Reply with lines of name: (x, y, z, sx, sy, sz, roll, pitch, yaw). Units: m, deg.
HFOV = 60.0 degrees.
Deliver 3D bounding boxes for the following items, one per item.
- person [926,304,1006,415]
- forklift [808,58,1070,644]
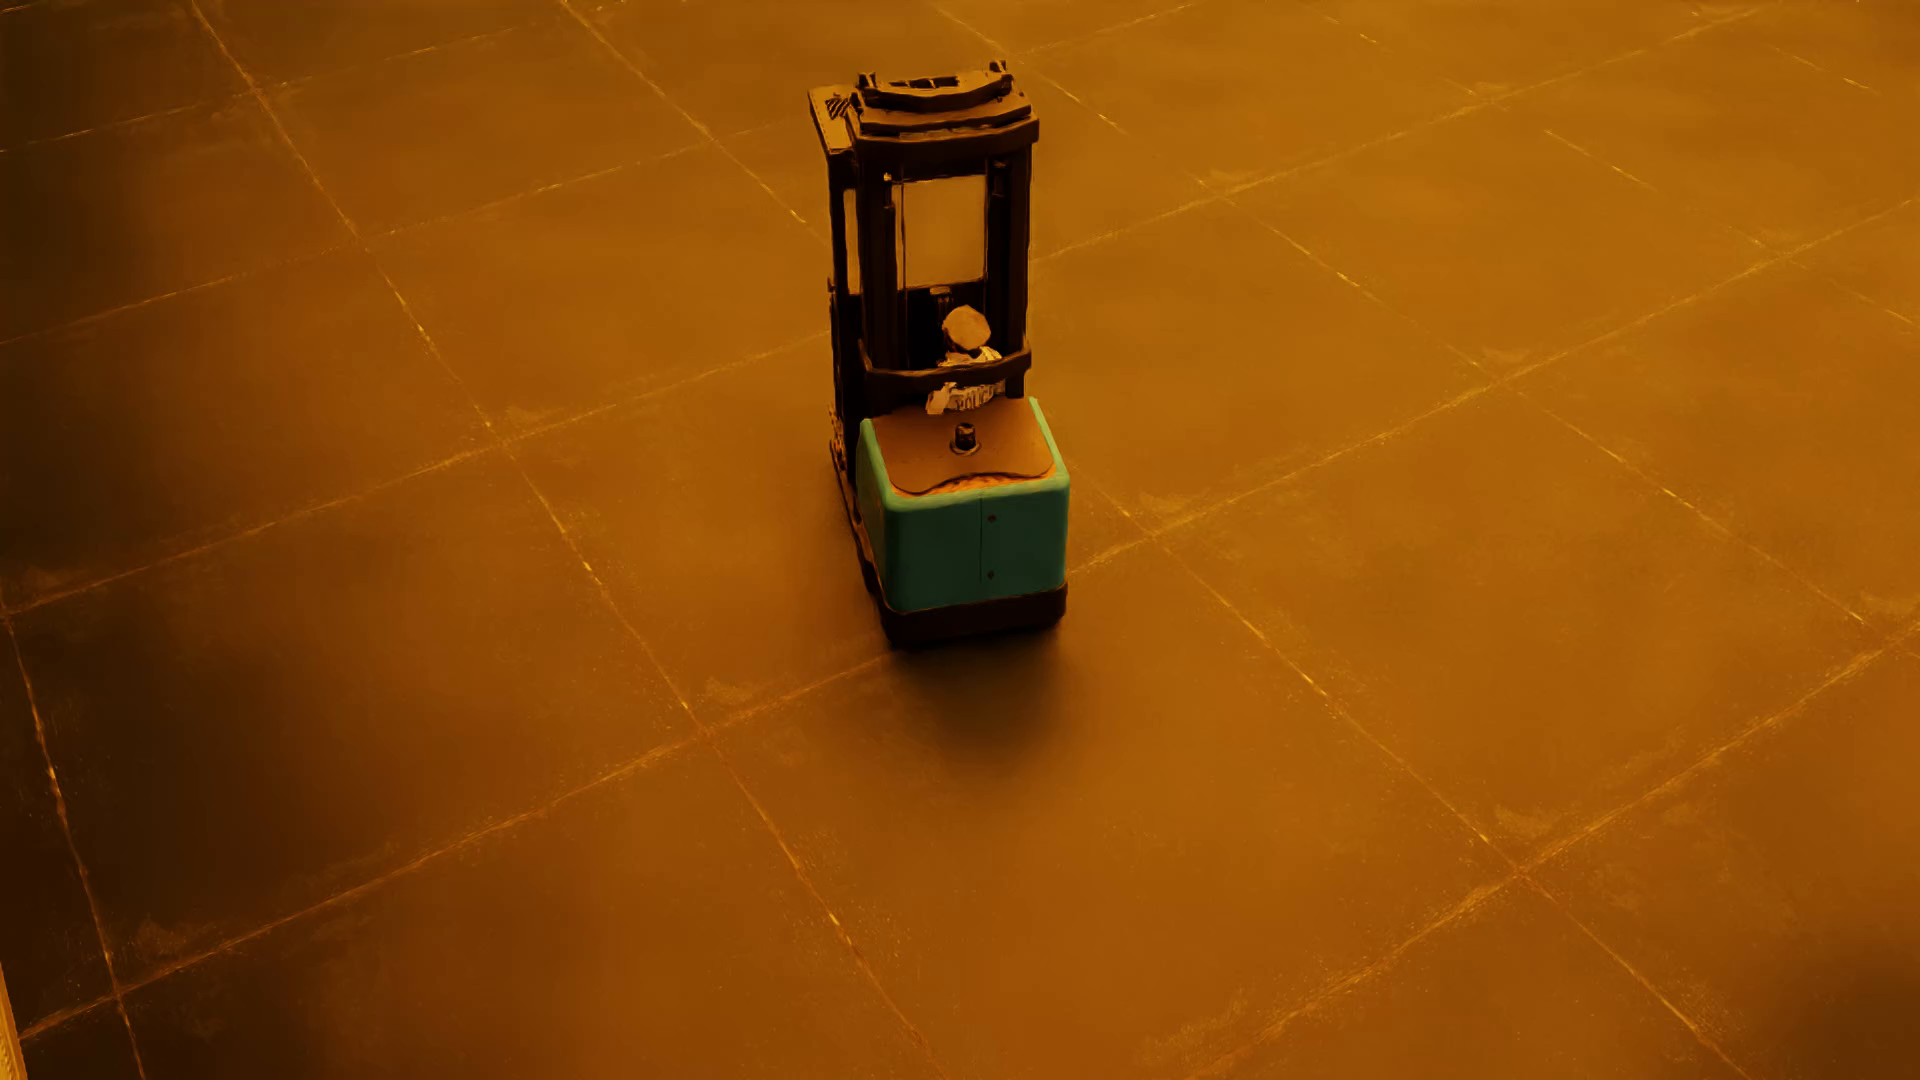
person: (-0.025, -0.678, 9.575, 0.586, 1.694, 0.571, -23, 46, -24)
forklift: (-0.214, -1.500, 9.587, 1.130, 2.935, 3.031, -8, 42, -9)
